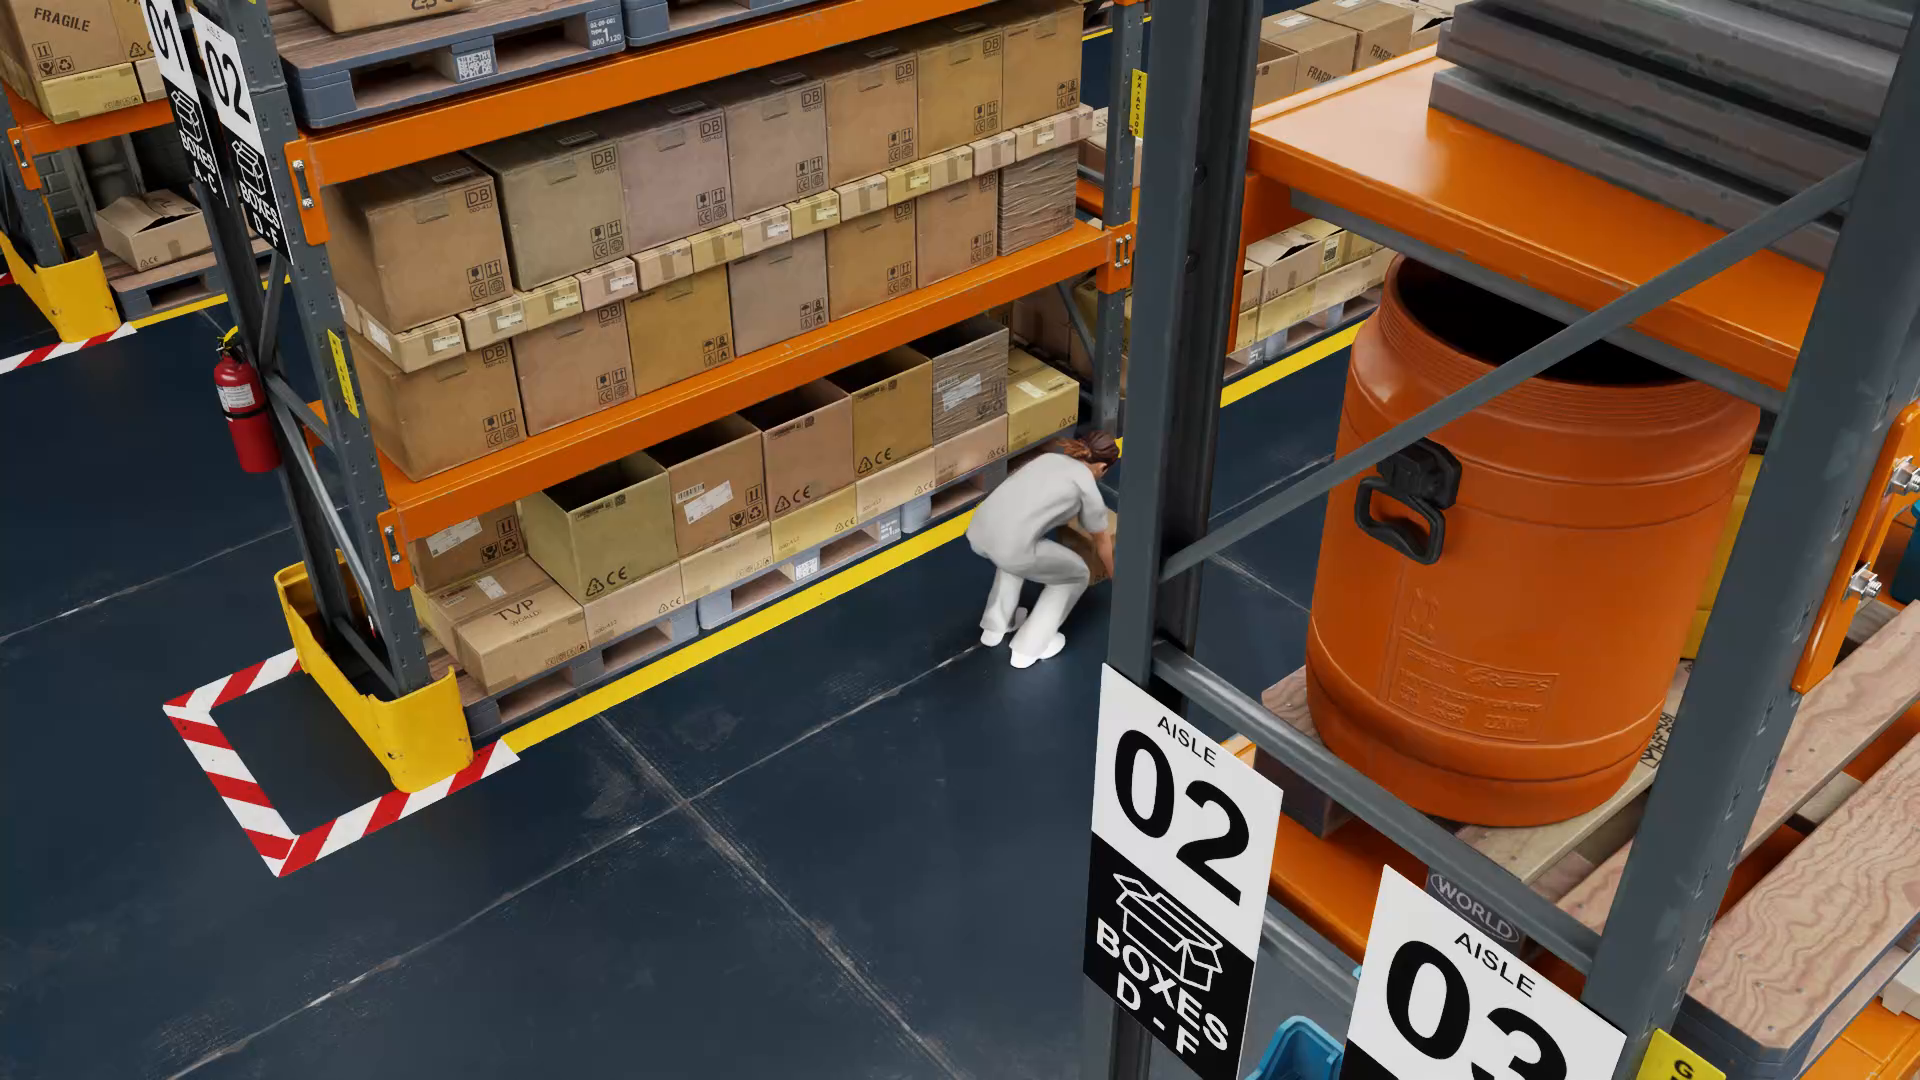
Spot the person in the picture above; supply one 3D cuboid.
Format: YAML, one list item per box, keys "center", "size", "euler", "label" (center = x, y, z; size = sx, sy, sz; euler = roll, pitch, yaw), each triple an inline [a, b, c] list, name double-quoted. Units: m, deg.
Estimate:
- center: [0.406, 0.025, 7.642]
  size: [0.865, 0.973, 0.475]
  euler: [-30, 45, -34]
  label: "person"
